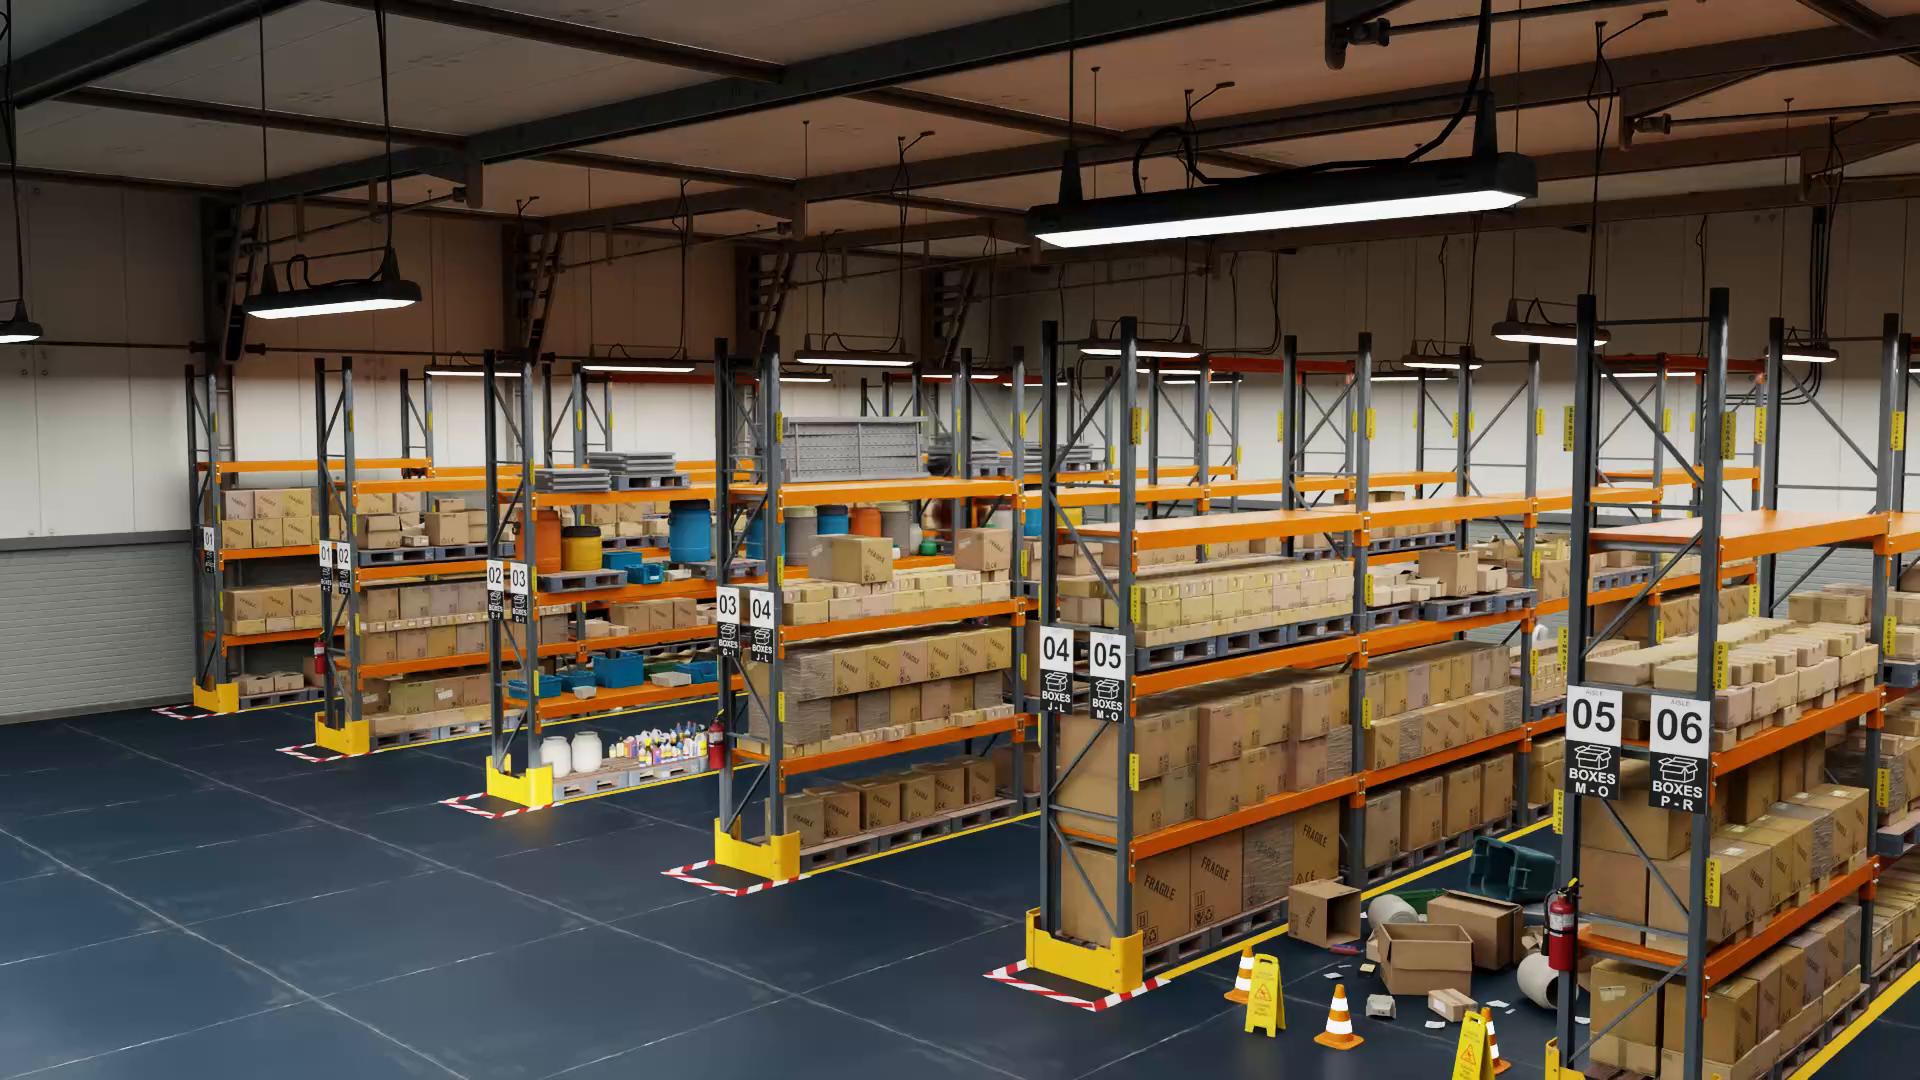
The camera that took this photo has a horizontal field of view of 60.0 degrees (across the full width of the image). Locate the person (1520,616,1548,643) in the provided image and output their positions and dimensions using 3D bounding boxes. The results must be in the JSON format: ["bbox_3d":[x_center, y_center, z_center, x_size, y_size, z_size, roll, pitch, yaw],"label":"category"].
[{"bbox_3d":[9.964,2.058,29.008,0.538,1.733,1.046,4,6,41],"label":"person"}]

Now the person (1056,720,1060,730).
[{"bbox_3d":[1.837,2.214,27.179,0.531,1.738,1.048,3,5,34],"label":"person"}]
